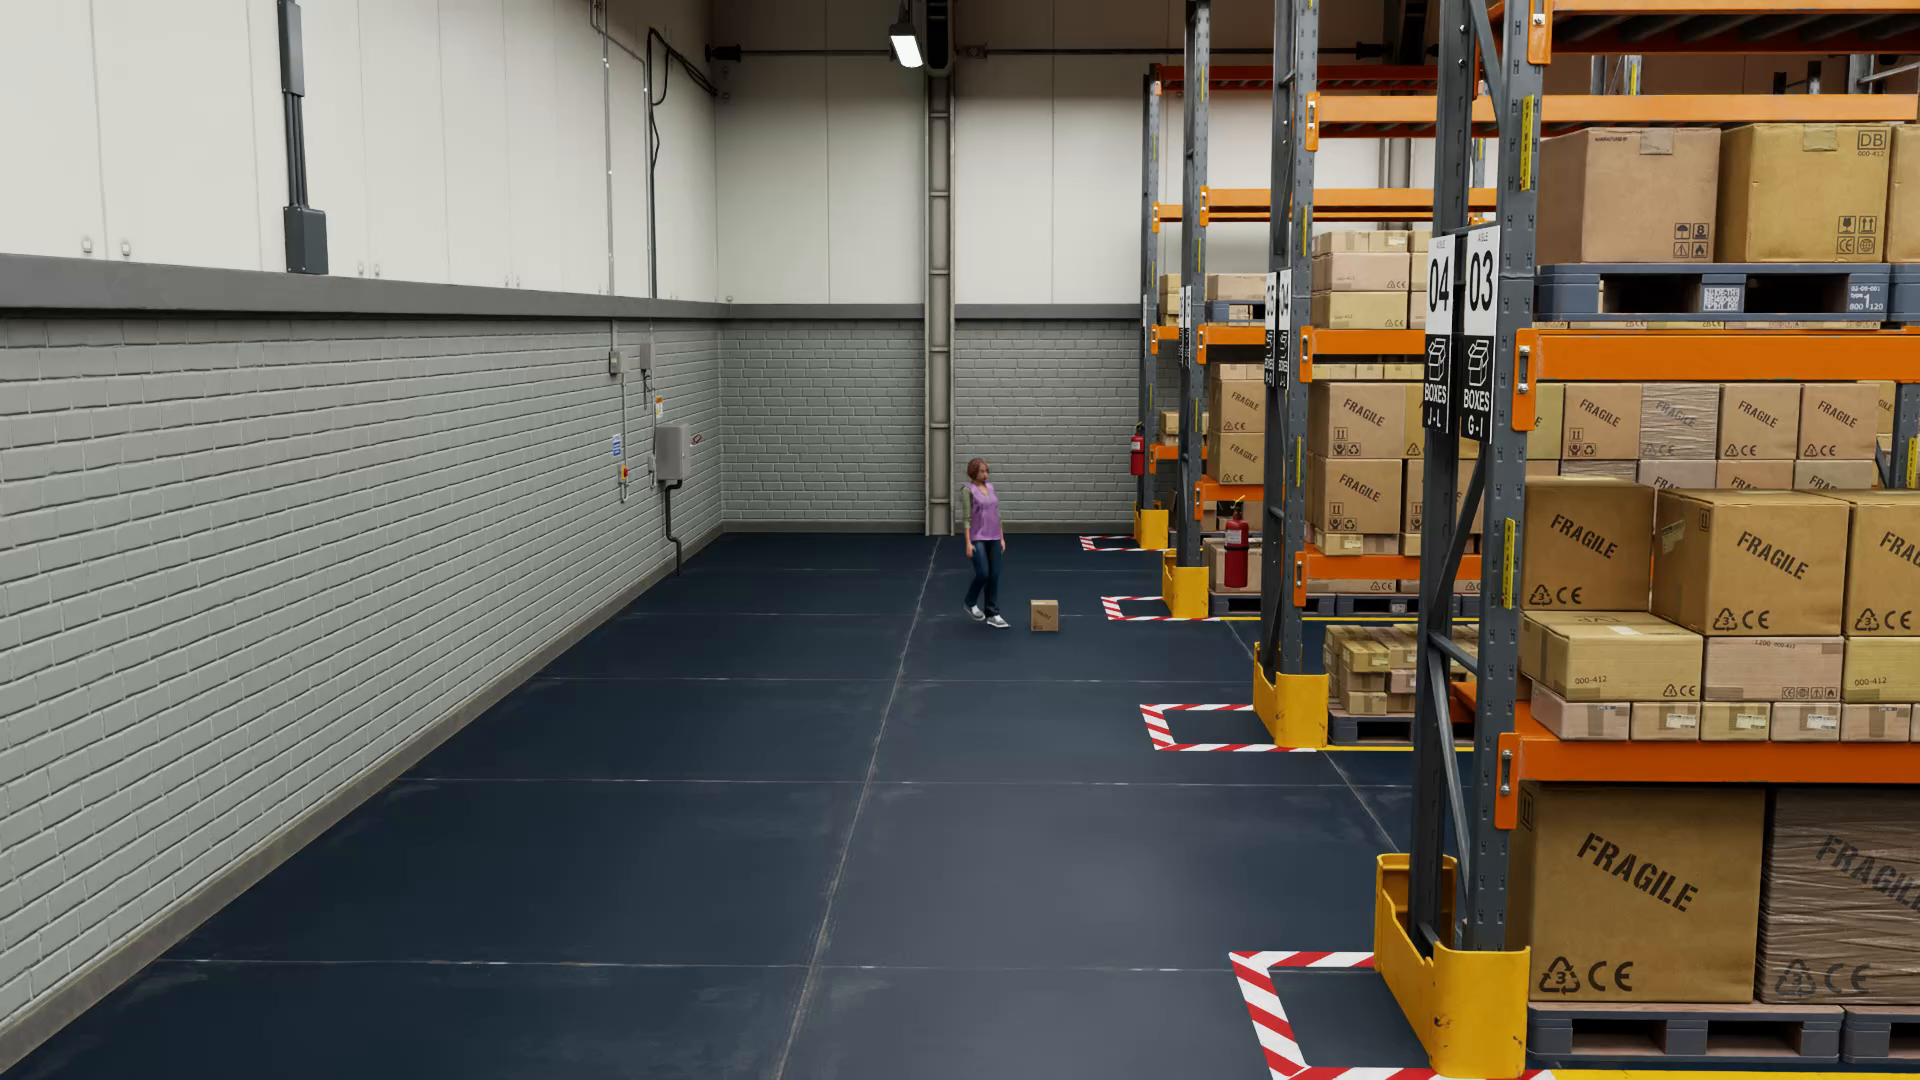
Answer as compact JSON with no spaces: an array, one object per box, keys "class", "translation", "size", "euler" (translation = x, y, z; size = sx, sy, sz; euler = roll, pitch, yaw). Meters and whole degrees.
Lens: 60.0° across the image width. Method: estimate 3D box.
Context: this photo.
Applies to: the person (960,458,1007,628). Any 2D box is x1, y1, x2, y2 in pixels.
[{"class":"person","translation":[0.231,0.031,15.605],"size":[0.453,1.583,0.445],"euler":[-7,10,-41]}]
